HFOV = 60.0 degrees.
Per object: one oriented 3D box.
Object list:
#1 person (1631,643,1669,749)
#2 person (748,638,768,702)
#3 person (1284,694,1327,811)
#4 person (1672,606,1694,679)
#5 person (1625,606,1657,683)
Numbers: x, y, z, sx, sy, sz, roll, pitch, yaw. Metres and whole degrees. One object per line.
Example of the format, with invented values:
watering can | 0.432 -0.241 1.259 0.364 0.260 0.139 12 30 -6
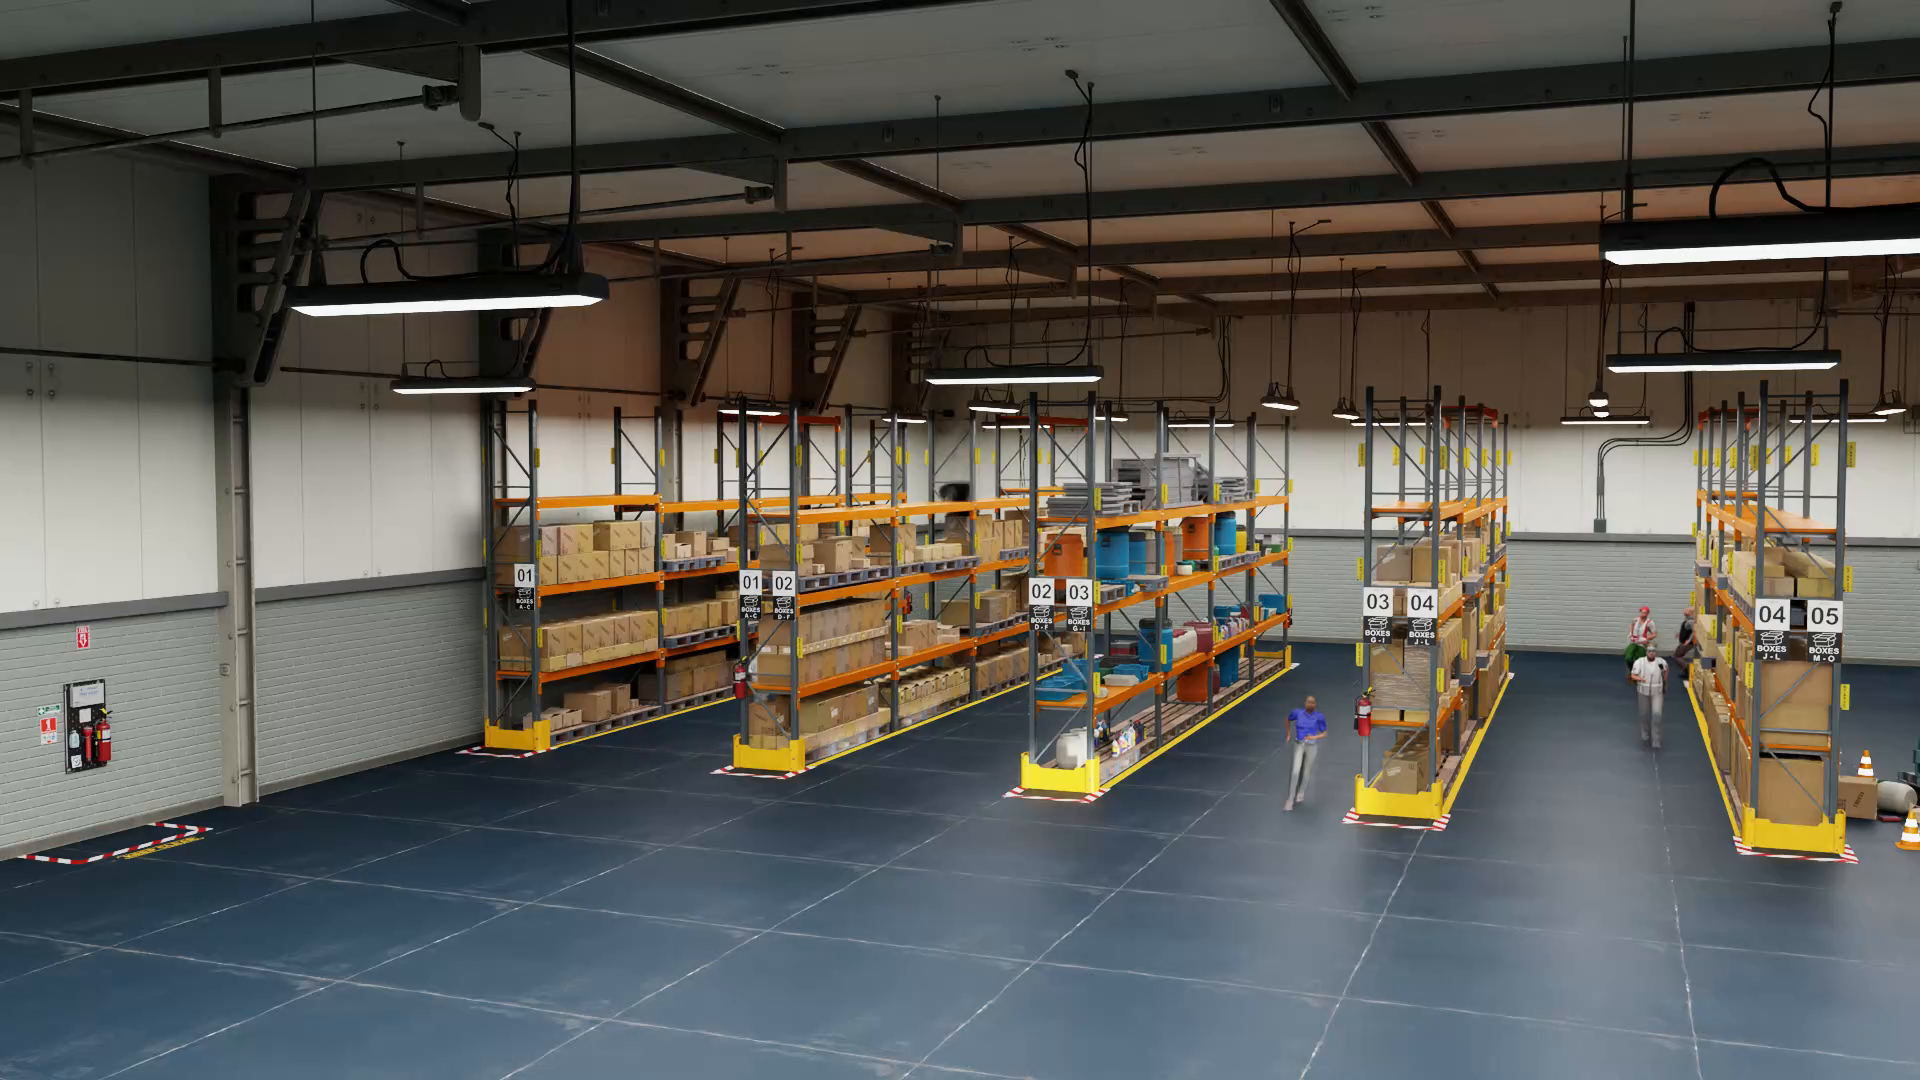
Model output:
person | 12.048 2.682 29.056 0.608 1.813 0.909 1 3 23
person | -3.700 2.644 30.890 0.595 1.654 0.584 0 3 8
person | 4.952 3.027 23.840 0.598 1.684 0.741 1 3 10
person | 16.440 2.329 37.673 0.560 1.678 0.677 2 3 30
person | 15.041 2.322 36.774 0.707 1.738 0.574 3 4 44
